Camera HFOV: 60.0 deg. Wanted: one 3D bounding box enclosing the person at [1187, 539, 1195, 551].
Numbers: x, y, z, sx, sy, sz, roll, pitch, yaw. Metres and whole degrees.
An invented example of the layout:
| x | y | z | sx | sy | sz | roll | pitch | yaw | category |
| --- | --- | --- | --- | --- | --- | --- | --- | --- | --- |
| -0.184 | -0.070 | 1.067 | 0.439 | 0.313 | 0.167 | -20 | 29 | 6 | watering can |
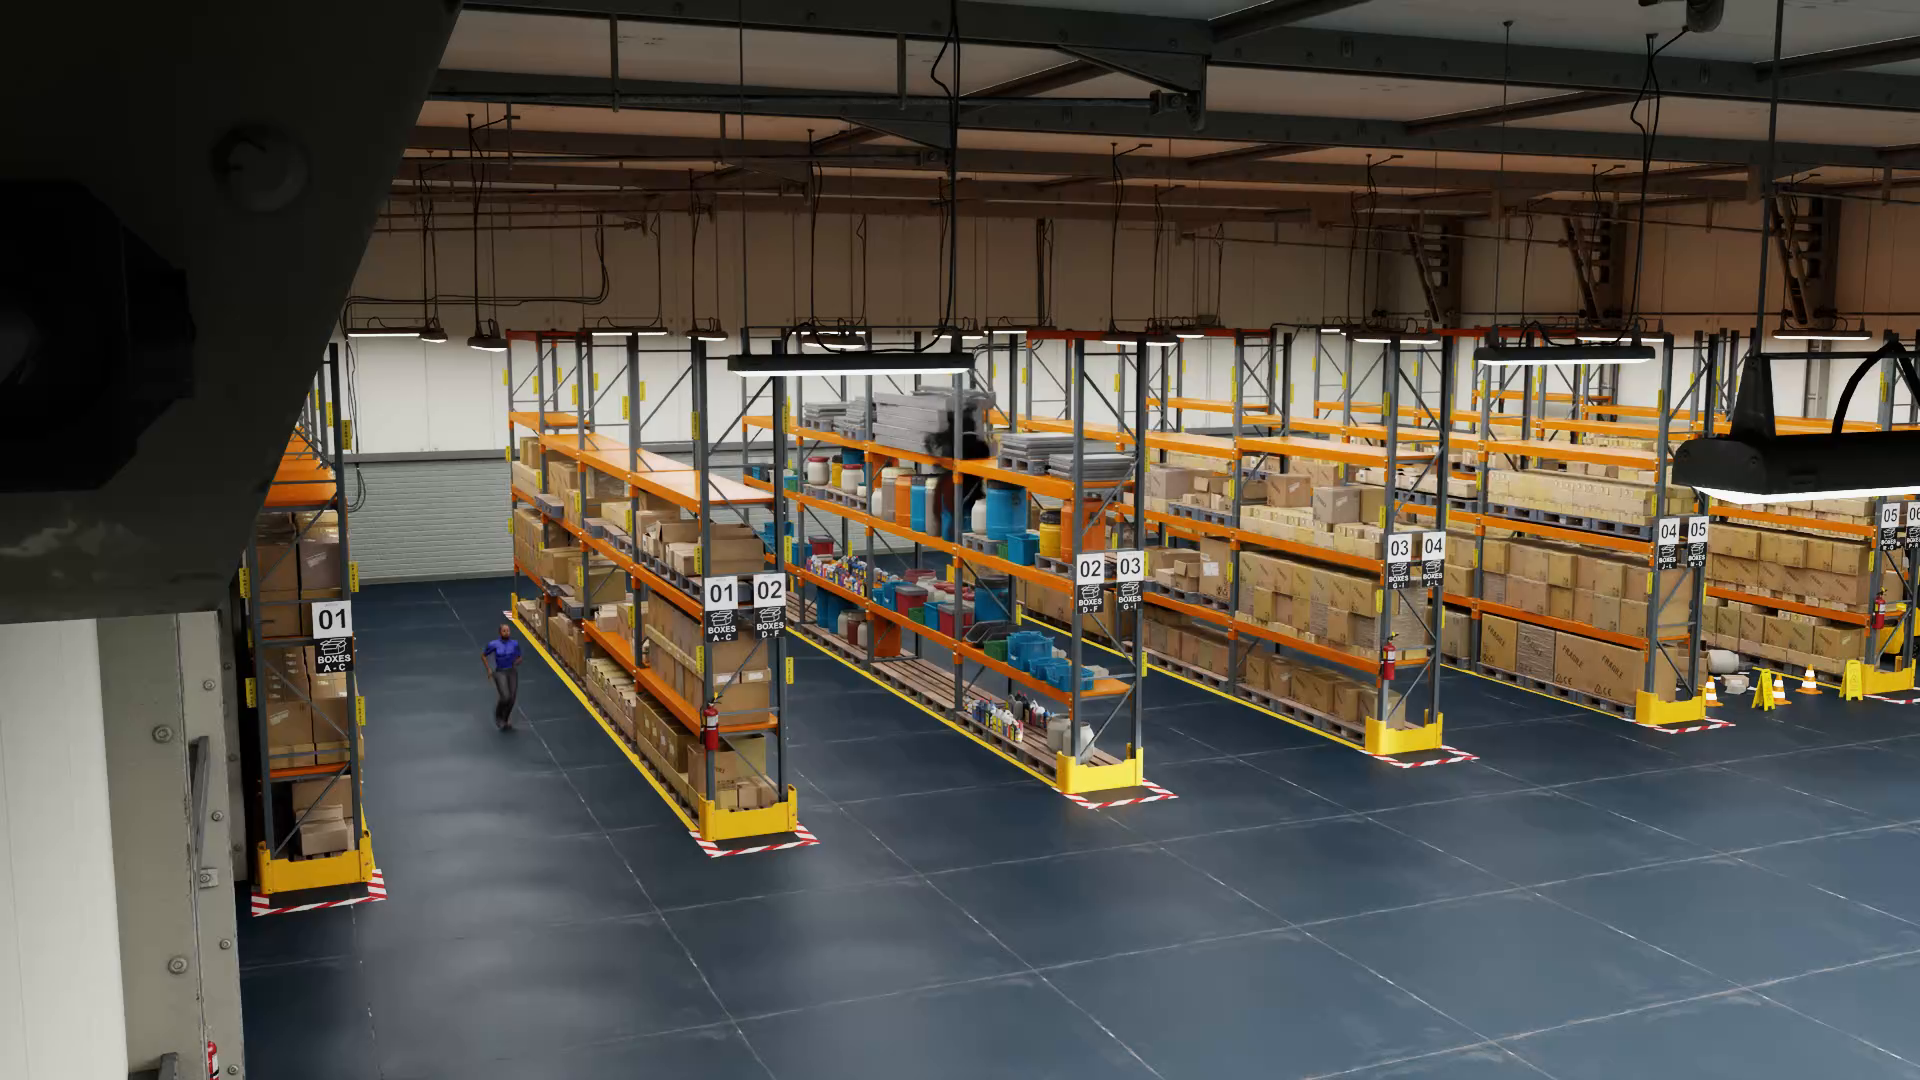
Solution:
| x | y | z | sx | sy | sz | roll | pitch | yaw | category |
| --- | --- | --- | --- | --- | --- | --- | --- | --- | --- |
| 6.117 | -0.343 | 42.565 | 0.753 | 1.839 | 0.641 | -6 | 10 | -39 | person |

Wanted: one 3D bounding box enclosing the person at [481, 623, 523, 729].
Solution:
| x | y | z | sx | sy | sz | roll | pitch | yaw | category |
| --- | --- | --- | --- | --- | --- | --- | --- | --- | --- |
| -6.913 | 2.081 | 25.304 | 0.550 | 1.626 | 0.646 | -6 | 10 | -36 | person |
